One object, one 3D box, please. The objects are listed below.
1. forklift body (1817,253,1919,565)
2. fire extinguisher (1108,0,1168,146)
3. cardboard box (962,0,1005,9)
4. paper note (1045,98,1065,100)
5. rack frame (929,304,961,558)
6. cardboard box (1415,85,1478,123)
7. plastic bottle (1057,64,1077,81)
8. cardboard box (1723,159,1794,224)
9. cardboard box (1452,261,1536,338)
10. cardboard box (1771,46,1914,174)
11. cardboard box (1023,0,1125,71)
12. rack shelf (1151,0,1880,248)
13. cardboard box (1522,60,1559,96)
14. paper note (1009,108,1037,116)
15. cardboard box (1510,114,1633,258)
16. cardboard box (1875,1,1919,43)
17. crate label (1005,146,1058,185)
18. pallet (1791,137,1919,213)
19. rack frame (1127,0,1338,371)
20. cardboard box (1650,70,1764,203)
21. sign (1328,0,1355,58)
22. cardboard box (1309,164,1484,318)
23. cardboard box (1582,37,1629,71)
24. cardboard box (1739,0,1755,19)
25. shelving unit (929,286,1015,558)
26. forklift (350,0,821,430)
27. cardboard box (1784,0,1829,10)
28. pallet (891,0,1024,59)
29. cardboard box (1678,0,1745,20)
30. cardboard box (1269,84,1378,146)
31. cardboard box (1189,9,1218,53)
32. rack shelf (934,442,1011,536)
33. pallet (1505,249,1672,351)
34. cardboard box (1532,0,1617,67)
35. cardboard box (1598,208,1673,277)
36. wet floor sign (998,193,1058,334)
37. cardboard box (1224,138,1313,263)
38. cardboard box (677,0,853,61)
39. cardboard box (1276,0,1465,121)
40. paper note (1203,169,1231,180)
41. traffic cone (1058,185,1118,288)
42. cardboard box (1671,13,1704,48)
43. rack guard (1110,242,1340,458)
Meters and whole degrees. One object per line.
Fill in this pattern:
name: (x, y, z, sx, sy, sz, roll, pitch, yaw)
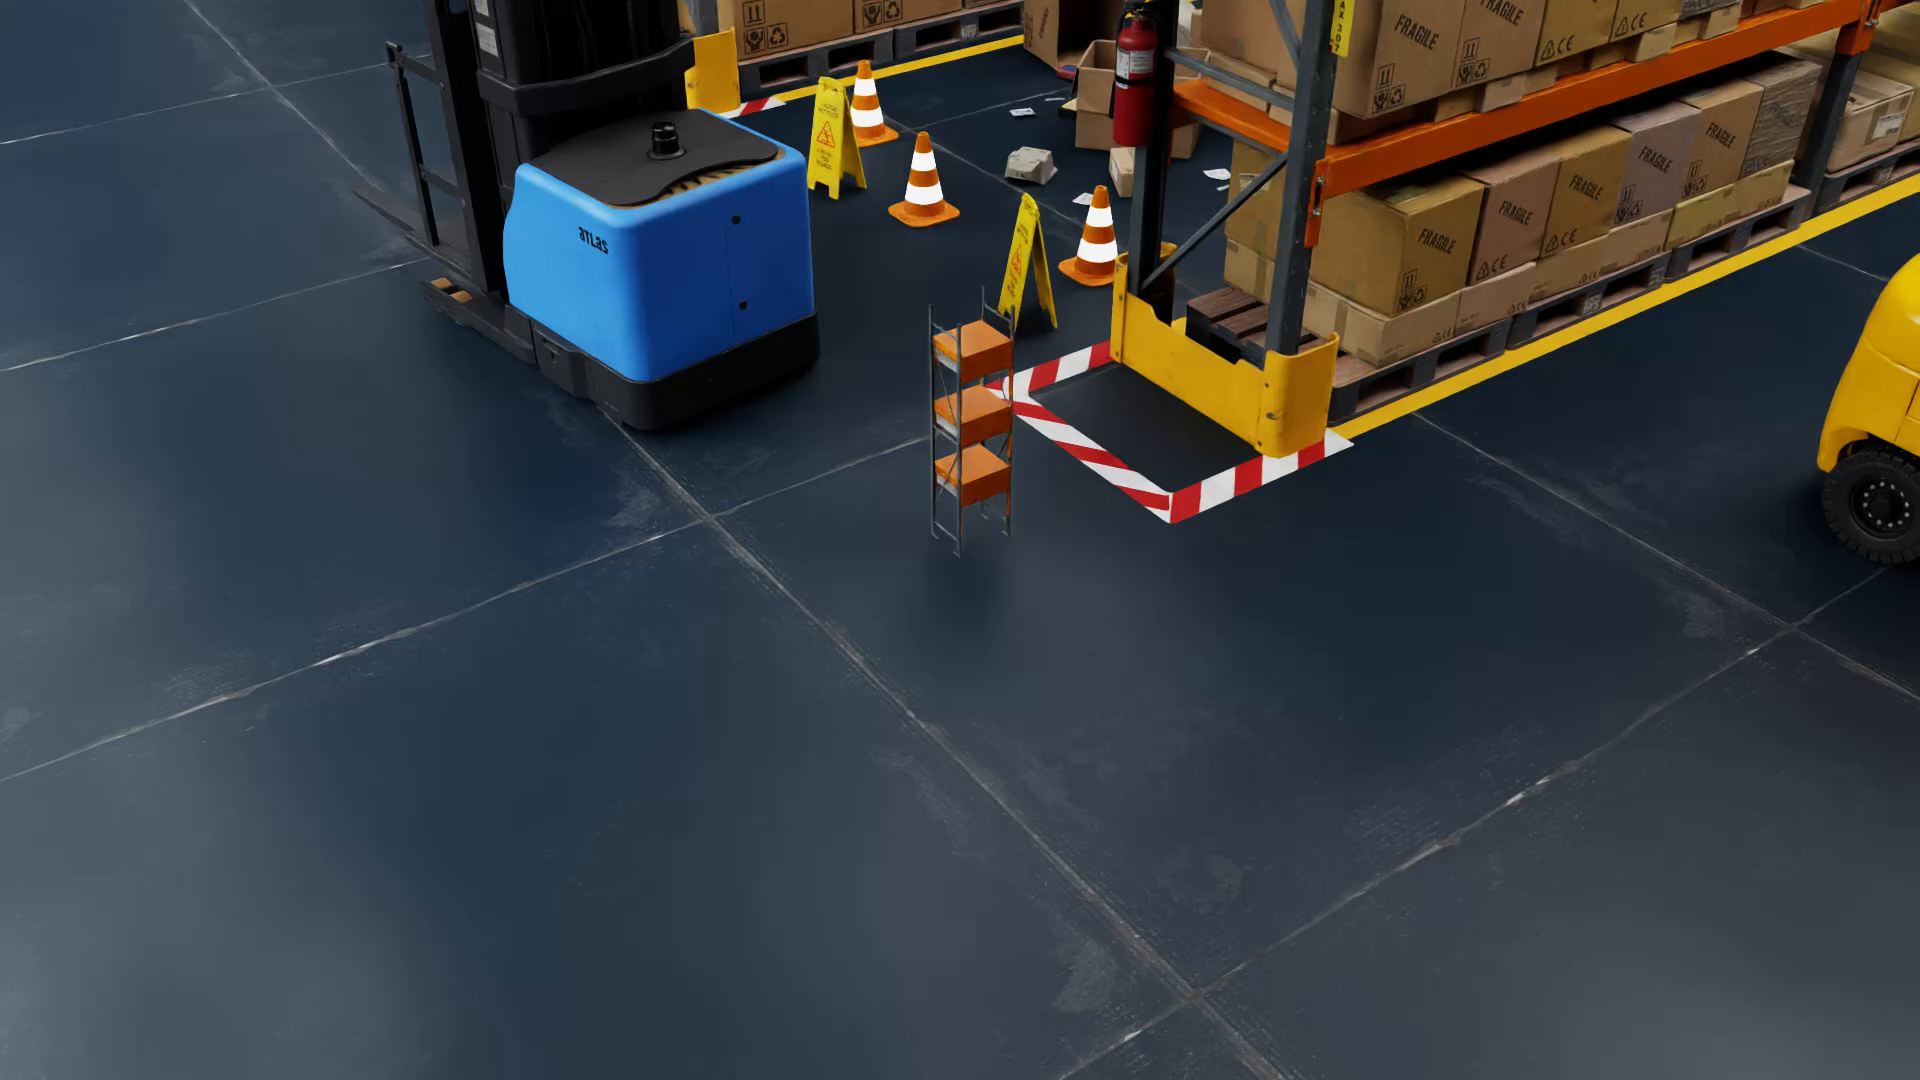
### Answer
forklift body: (4.469, -0.667, 5.835, 1.214, 2.155, 2.313, -22, 41, -28)
fire extinguisher: (0.749, -2.021, 7.057, 0.183, 0.674, 0.296, -22, 41, -28)
cardboard box: (0.154, -4.369, 11.716, 0.875, 0.875, 0.875, -22, 41, -28)
paper note: (0.612, -2.832, 10.678, 0.123, 0.001, 0.032, -3, 36, -4)
rack frame: (-0.056, -0.403, 6.411, 0.008, 1.050, 0.200, -22, 41, -28)
cardboard box: (1.966, -1.926, 7.075, 0.250, 0.149, 0.380, -24, 42, -29)
plastic bottle: (0.791, -3.067, 10.962, 0.283, 0.061, 0.133, 22, 41, 28)
cardboard box: (4.049, -1.943, 8.878, 0.500, 0.250, 0.500, -20, 40, -26)
cardboard box: (2.348, -1.232, 7.890, 0.500, 0.250, 0.500, -21, 41, -26)
cardboard box: (4.805, -2.497, 9.544, 0.625, 0.372, 0.950, -22, 41, -27)
cardboard box: (0.766, -3.519, 11.212, 0.500, 0.500, 0.500, -15, 38, -20)
rack shelf: (2.743, -2.251, 7.927, 4.000, 0.370, 1.077, -22, 41, -28)
cardboard box: (2.393, -2.093, 7.306, 0.250, 0.149, 0.380, -21, 41, -27)
paper note: (0.399, -2.696, 10.474, 0.142, 0.017, 0.144, -9, 37, -12)
cardboard box: (2.785, -1.720, 7.925, 0.500, 0.500, 0.500, -22, 41, -27)
cardboard box: (5.958, -2.976, 10.209, 0.625, 0.372, 0.950, -21, 41, -26)
crate label: (0.406, -2.178, 9.661, 0.250, 0.136, 0.298, 15, 38, 20)
pallet: (5.013, -2.347, 9.832, 1.213, 0.211, 1.003, -22, 41, -28)
rack frame: (1.108, -1.871, 6.782, 0.127, 3.000, 1.000, -22, 41, -28)
cardboard box: (3.634, -2.076, 8.420, 0.500, 0.500, 0.500, -22, 41, -27)
sign: (1.420, -1.963, 6.169, 0.005, 0.325, 0.100, -22, 41, -28)
cardboard box: (1.946, -1.377, 7.448, 0.500, 0.500, 0.500, -24, 42, -29)
cardboard box: (2.806, -2.285, 7.573, 0.250, 0.149, 0.380, -24, 42, -29)
cardboard box: (3.621, -2.646, 8.075, 0.250, 0.149, 0.380, -23, 42, -28)
shelving unit: (0.044, -0.444, 6.468, 0.252, 1.050, 0.215, -22, 41, -28)
forklift: (-2.039, -2.436, 7.627, 1.130, 2.935, 3.031, -29, 45, -34)
cardboard box: (4.090, -2.773, 8.252, 0.250, 0.149, 0.380, -21, 41, -27)
pallet: (-0.222, -3.781, 11.827, 1.213, 0.211, 1.003, -22, 41, -28)
cardboard box: (3.319, -2.756, 7.673, 0.500, 0.500, 0.500, -21, 41, -27)
cardboard box: (1.505, -1.784, 6.877, 0.250, 0.149, 0.380, -22, 41, -28)
cardboard box: (1.845, -3.030, 10.416, 0.503, 0.637, 0.797, -22, 41, -28)
rack shelf: (0.044, -0.210, 6.637, 0.240, 0.259, 0.215, -22, 41, -28)
pallet: (2.851, -1.428, 8.555, 1.213, 0.211, 1.003, -22, 41, -28)
cardboard box: (2.492, -2.407, 7.187, 0.500, 0.500, 0.500, -23, 42, -29)
cardboard box: (3.201, -1.590, 8.388, 0.500, 0.250, 0.500, -22, 41, -27)
wet floor sign: (0.336, -1.362, 8.091, 0.232, 0.644, 0.267, -9, 37, -12)
cardboard box: (1.612, -1.623, 7.791, 0.500, 0.500, 0.500, -22, 41, -28)
cardboard box: (-1.310, -3.767, 10.878, 0.875, 0.875, 0.875, -22, 41, -28)
cardboard box: (1.655, -2.059, 6.703, 0.500, 0.500, 0.500, -23, 42, -29)
paper note: (1.515, -2.143, 9.713, 0.142, 0.019, 0.148, -9, 37, -12)
traffic cone: (0.716, -1.601, 8.580, 0.334, 0.463, 0.336, -22, 41, -28)
cardboard box: (3.235, -2.445, 7.796, 0.250, 0.149, 0.380, -23, 42, -29)
rack guard: (1.170, -0.881, 7.547, 0.348, 0.500, 1.175, -22, 41, -28)
